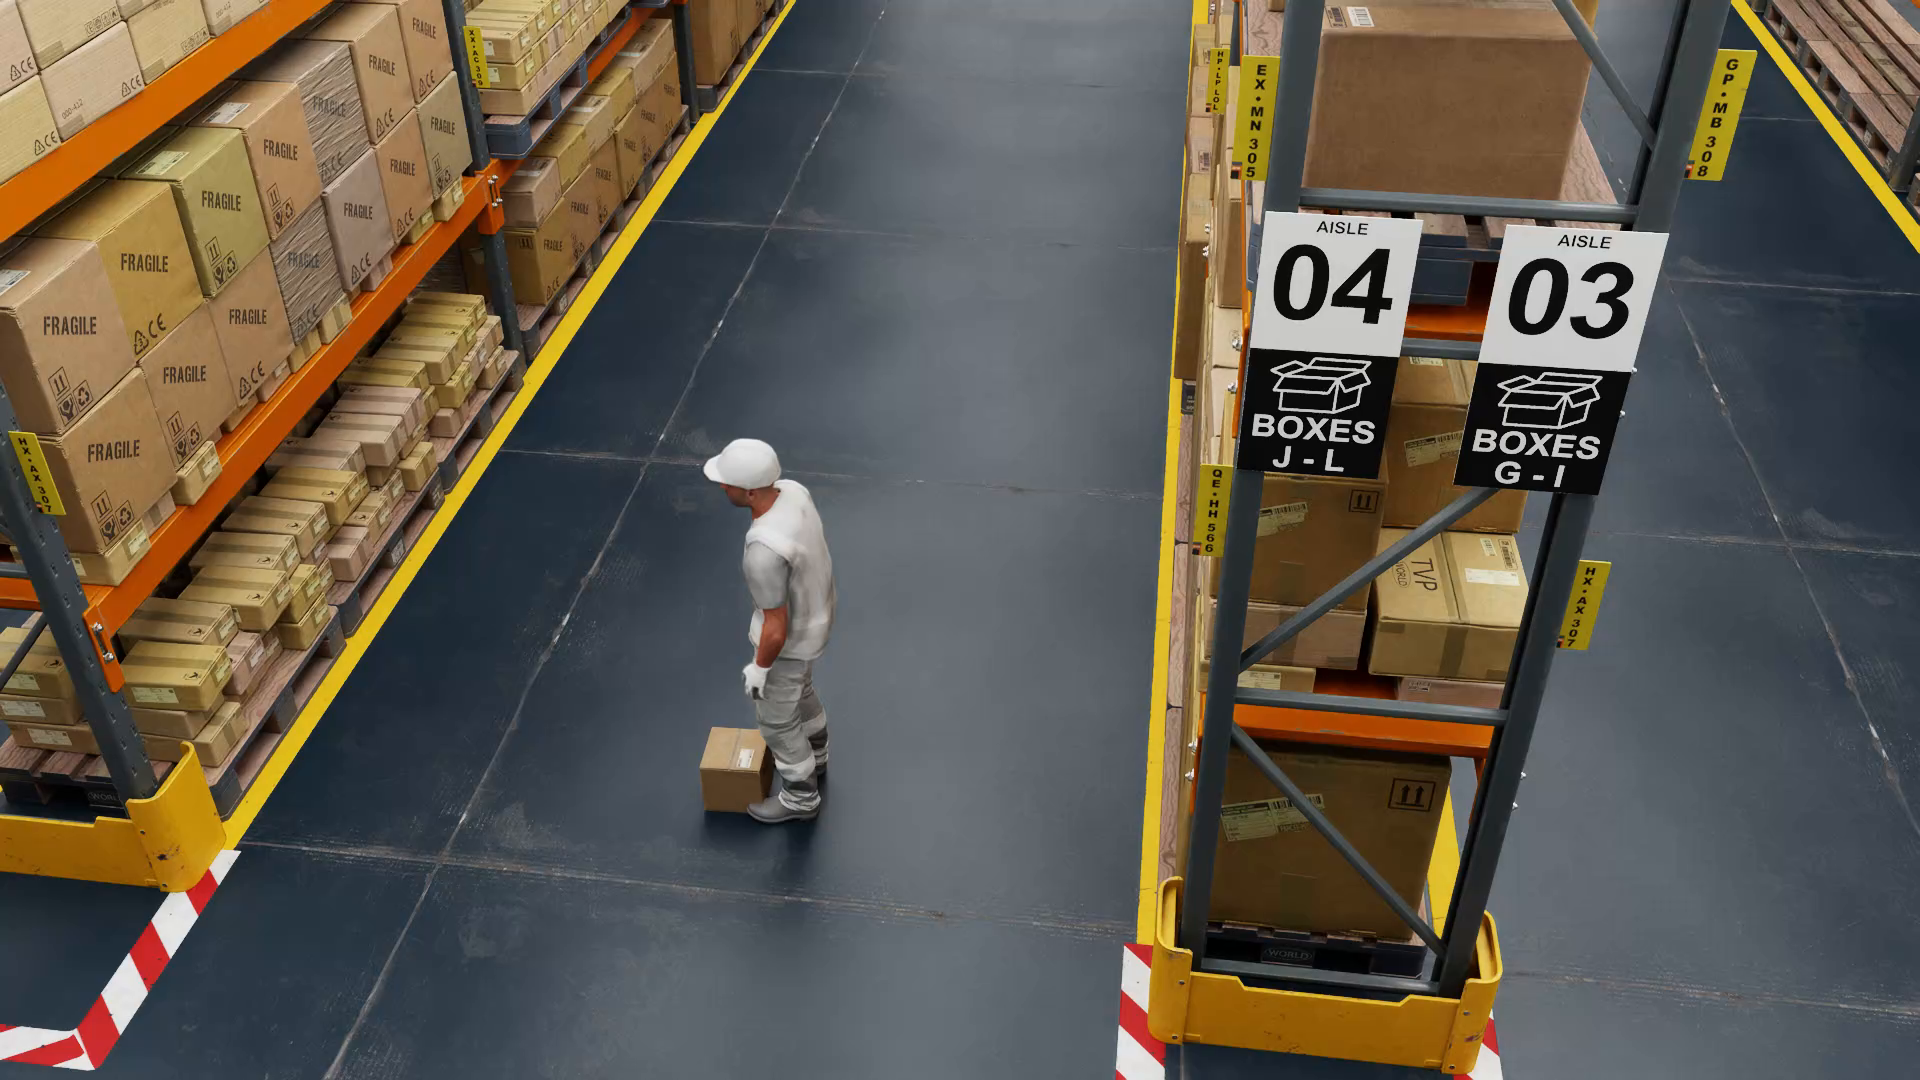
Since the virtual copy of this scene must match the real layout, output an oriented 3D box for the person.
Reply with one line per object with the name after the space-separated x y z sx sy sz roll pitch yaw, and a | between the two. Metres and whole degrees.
-0.709 0.358 6.531 0.448 1.780 0.608 5 36 6 | person
